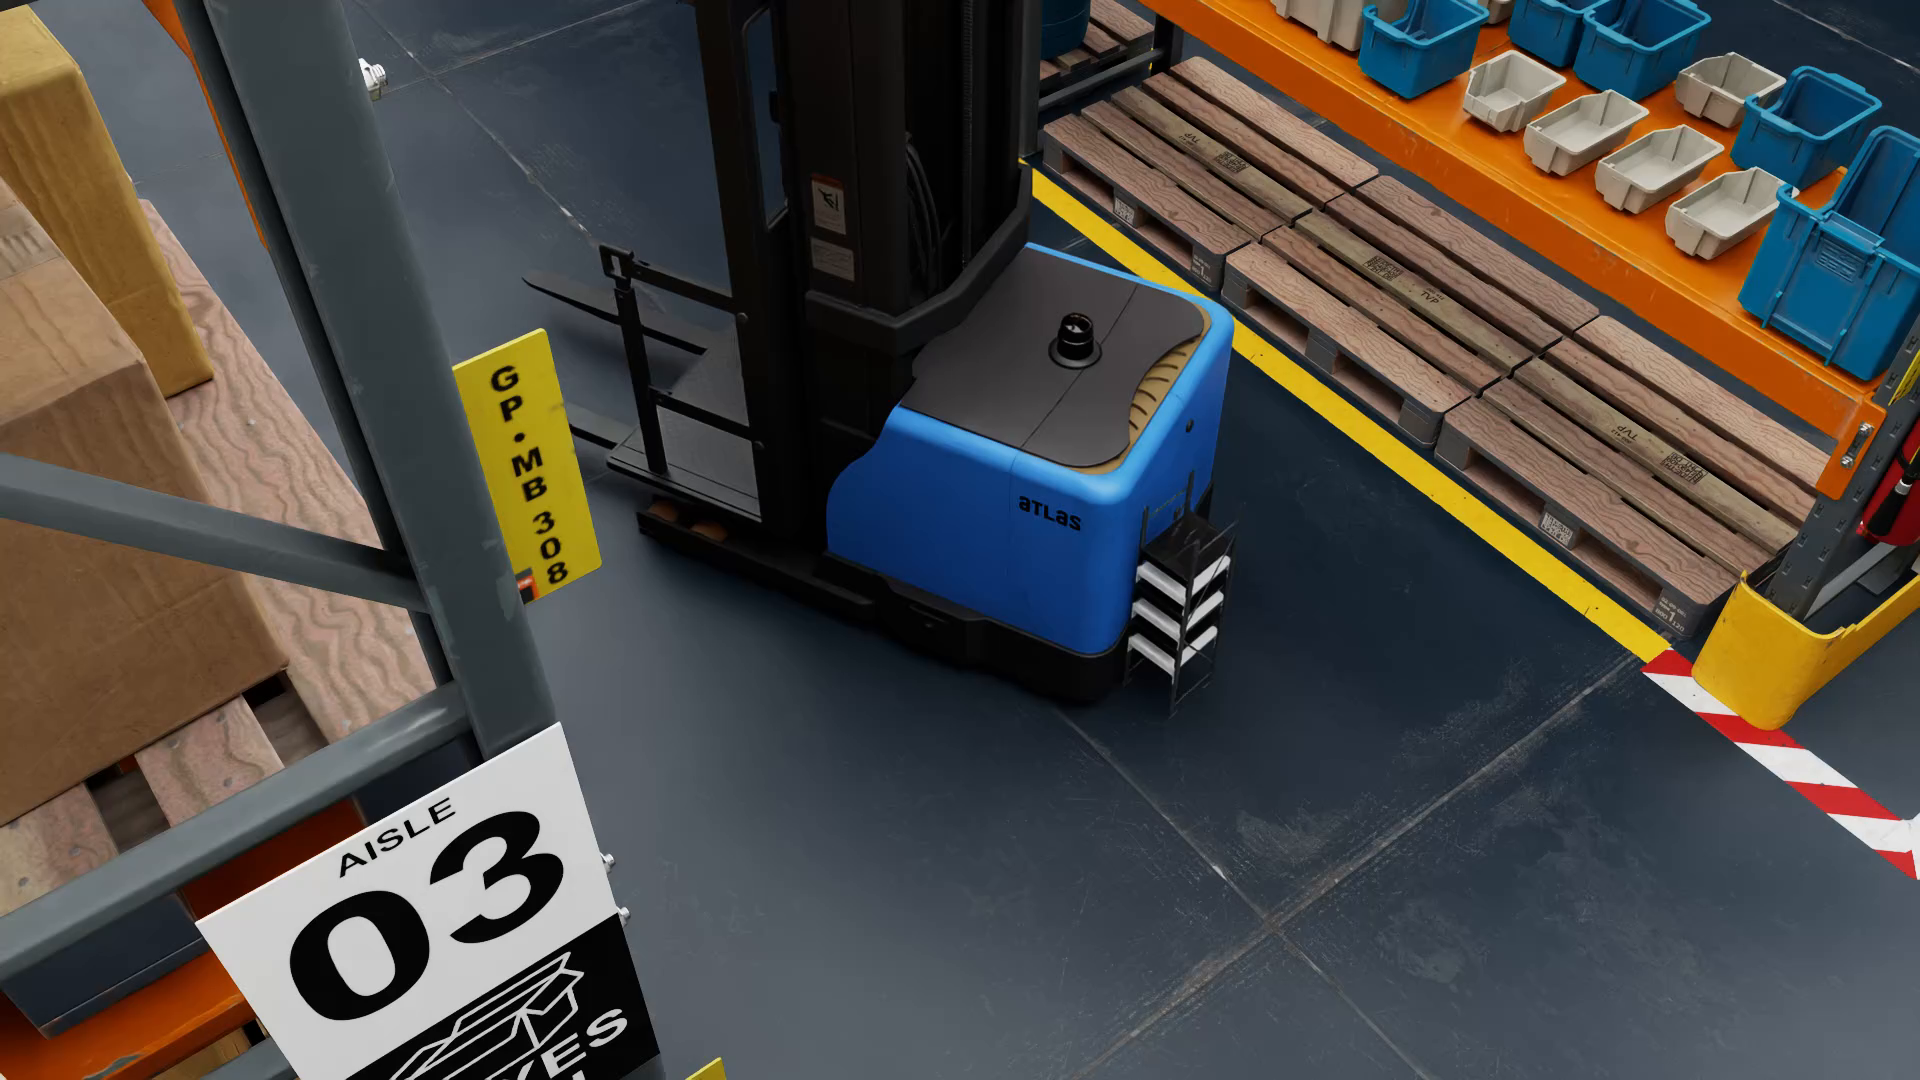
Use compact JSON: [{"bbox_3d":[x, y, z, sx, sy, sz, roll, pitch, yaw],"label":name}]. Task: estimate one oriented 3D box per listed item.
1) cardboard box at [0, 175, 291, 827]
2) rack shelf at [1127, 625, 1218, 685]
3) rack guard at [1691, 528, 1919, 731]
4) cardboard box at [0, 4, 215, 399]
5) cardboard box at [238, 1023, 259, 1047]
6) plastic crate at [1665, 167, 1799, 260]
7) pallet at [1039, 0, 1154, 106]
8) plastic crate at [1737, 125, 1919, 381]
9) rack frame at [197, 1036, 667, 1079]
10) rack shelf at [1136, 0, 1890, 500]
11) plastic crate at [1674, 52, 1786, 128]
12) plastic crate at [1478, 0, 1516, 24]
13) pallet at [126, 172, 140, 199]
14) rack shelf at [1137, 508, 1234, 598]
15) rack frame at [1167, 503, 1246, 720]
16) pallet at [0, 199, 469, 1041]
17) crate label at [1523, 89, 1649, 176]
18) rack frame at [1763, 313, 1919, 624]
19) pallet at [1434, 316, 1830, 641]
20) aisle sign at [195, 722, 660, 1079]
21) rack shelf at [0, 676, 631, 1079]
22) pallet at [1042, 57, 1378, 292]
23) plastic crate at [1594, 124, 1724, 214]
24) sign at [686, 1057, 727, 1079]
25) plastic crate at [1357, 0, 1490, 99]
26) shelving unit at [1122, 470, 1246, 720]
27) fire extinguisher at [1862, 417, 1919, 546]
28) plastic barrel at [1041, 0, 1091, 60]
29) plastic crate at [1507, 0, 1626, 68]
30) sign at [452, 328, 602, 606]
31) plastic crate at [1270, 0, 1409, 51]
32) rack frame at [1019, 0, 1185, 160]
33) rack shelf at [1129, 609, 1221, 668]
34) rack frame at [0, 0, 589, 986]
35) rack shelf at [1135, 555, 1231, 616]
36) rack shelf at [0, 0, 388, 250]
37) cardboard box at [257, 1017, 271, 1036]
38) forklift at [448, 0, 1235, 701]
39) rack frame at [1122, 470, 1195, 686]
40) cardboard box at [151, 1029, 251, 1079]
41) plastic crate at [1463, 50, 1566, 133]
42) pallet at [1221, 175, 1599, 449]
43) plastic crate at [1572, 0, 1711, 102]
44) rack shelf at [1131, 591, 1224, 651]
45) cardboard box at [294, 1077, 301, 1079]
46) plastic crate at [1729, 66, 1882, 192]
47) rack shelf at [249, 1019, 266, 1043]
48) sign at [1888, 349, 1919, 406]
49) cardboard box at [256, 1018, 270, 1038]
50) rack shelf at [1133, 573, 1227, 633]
[{"bbox_3d":[-1.220,0.014,1.770,0.700,0.500,0.500,-33,56,-26],"label":"cardboard box"},{"bbox_3d":[0.725,0.341,5.622,0.258,0.077,0.200,-36,57,-28],"label":"rack shelf"},{"bbox_3d":[3.104,0.138,5.787,1.175,0.500,0.348,-29,54,-24],"label":"rack guard"},{"bbox_3d":[-1.465,-0.372,2.120,0.700,0.500,0.500,-31,55,-25],"label":"cardboard box"},{"bbox_3d":[-1.674,0.996,3.223,0.500,0.250,0.500,-30,55,-25],"label":"cardboard box"},{"bbox_3d":[2.441,-1.041,5.307,0.396,0.136,0.243,-29,54,-24],"label":"plastic crate"},{"bbox_3d":[0.223,-2.605,8.470,1.003,0.211,1.213,-29,54,-24],"label":"pallet"},{"bbox_3d":[2.728,-0.856,4.937,0.616,0.435,0.499,-29,54,-24],"label":"plastic crate"},{"bbox_3d":[-0.863,1.512,2.855,1.000,3.000,0.127,-29,54,-24],"label":"rack frame"},{"bbox_3d":[1.868,-1.648,6.205,1.077,0.370,4.000,-29,54,-24],"label":"rack shelf"},{"bbox_3d":[2.652,-1.561,5.778,0.250,0.136,0.298,-29,54,-24],"label":"plastic crate"},{"bbox_3d":[1.951,-2.108,6.274,0.293,0.136,0.466,-29,54,-24],"label":"plastic crate"},{"bbox_3d":[-2.063,-0.618,2.821,1.003,0.211,1.213,-29,54,-24],"label":"pallet"},{"bbox_3d":[0.725,0.038,5.288,0.258,0.077,0.200,-36,57,-28],"label":"rack shelf"},{"bbox_3d":[0.796,0.251,5.415,0.240,0.900,0.006,-36,57,-28],"label":"rack frame"},{"bbox_3d":[-1.320,0.101,2.169,1.003,0.211,1.213,-29,54,-24],"label":"pallet"},{"bbox_3d":[2.089,-1.372,5.606,0.396,0.136,0.243,-29,54,-24],"label":"crate label"},{"bbox_3d":[3.079,-0.710,4.869,1.000,3.000,0.127,-29,54,-24],"label":"rack frame"},{"bbox_3d":[2.611,-0.277,6.359,1.003,0.211,1.213,-29,54,-24],"label":"pallet"},{"bbox_3d":[-0.581,0.547,1.975,0.394,0.787,0.004,-29,54,-24],"label":"aisle sign"},{"bbox_3d":[-2.074,-0.433,3.079,1.077,0.370,4.000,-29,54,-24],"label":"rack shelf"},{"bbox_3d":[1.133,-1.716,7.663,1.003,0.211,1.213,-29,54,-24],"label":"pallet"},{"bbox_3d":[2.277,-1.218,5.467,0.396,0.136,0.243,-29,54,-24],"label":"plastic crate"},{"bbox_3d":[-0.418,0.949,2.727,0.100,0.325,0.005,-29,54,-24],"label":"sign"},{"bbox_3d":[1.631,-1.770,5.902,0.416,0.233,0.300,-29,54,-24],"label":"plastic crate"},{"bbox_3d":[0.725,0.197,5.464,0.258,0.900,0.210,-36,57,-28],"label":"shelving unit"},{"bbox_3d":[2.809,-0.266,4.770,0.296,0.674,0.183,-29,54,-24],"label":"fire extinguisher"},{"bbox_3d":[0.341,-2.833,7.927,0.600,0.901,0.708,-29,54,-24],"label":"plastic barrel"},{"bbox_3d":[2.213,-1.920,6.039,0.416,0.233,0.300,-29,54,-24],"label":"plastic crate"},{"bbox_3d":[-0.418,-0.061,1.613,0.100,0.325,0.005,-29,54,-24],"label":"sign"},{"bbox_3d":[1.435,-2.066,6.138,0.437,0.282,0.530,-29,54,-24],"label":"plastic crate"},{"bbox_3d":[0.657,-3.068,7.007,1.000,3.000,0.127,-29,54,-24],"label":"rack frame"},{"bbox_3d":[0.725,0.280,5.555,0.258,0.077,0.200,-36,57,-28],"label":"rack shelf"},{"bbox_3d":[-0.863,-0.503,0.632,1.000,3.000,0.127,-29,54,-24],"label":"rack frame"},{"bbox_3d":[0.725,0.099,5.355,0.258,0.077,0.200,-36,57,-28],"label":"rack shelf"},{"bbox_3d":[-2.074,-1.306,2.116,1.077,0.370,4.000,-29,54,-24],"label":"rack shelf"},{"bbox_3d":[-1.241,0.512,3.156,0.500,0.500,0.500,-31,55,-25],"label":"cardboard box"},{"bbox_3d":[-0.621,-1.227,5.384,3.031,2.935,1.130,21,51,18],"label":"forklift"},{"bbox_3d":[0.653,0.144,5.512,0.240,0.900,0.006,-36,57,-28],"label":"rack frame"},{"bbox_3d":[-1.367,1.041,2.676,0.500,0.500,0.500,-29,54,-24],"label":"cardboard box"},{"bbox_3d":[1.895,-1.538,5.757,0.298,0.136,0.250,-29,54,-24],"label":"plastic crate"},{"bbox_3d":[1.876,-0.996,7.010,1.003,0.211,1.213,-29,54,-24],"label":"pallet"},{"bbox_3d":[2.394,-1.743,5.878,0.416,0.233,0.300,-29,54,-24],"label":"plastic crate"},{"bbox_3d":[0.725,0.220,5.488,0.258,0.077,0.200,-36,57,-28],"label":"rack shelf"},{"bbox_3d":[-0.939,1.058,3.166,0.500,0.250,0.500,-31,55,-25],"label":"cardboard box"},{"bbox_3d":[2.793,-1.355,5.526,0.416,0.233,0.300,-29,54,-24],"label":"plastic crate"},{"bbox_3d":[-2.074,0.574,4.190,1.077,0.370,4.000,-29,54,-24],"label":"rack shelf"},{"bbox_3d":[2.651,-0.508,4.576,0.100,0.325,0.005,-29,54,-24],"label":"sign"},{"bbox_3d":[-1.259,0.755,3.442,0.500,0.250,0.500,-30,54,-24],"label":"cardboard box"},{"bbox_3d":[0.725,0.159,5.422,0.258,0.077,0.200,-36,57,-28],"label":"rack shelf"}]
